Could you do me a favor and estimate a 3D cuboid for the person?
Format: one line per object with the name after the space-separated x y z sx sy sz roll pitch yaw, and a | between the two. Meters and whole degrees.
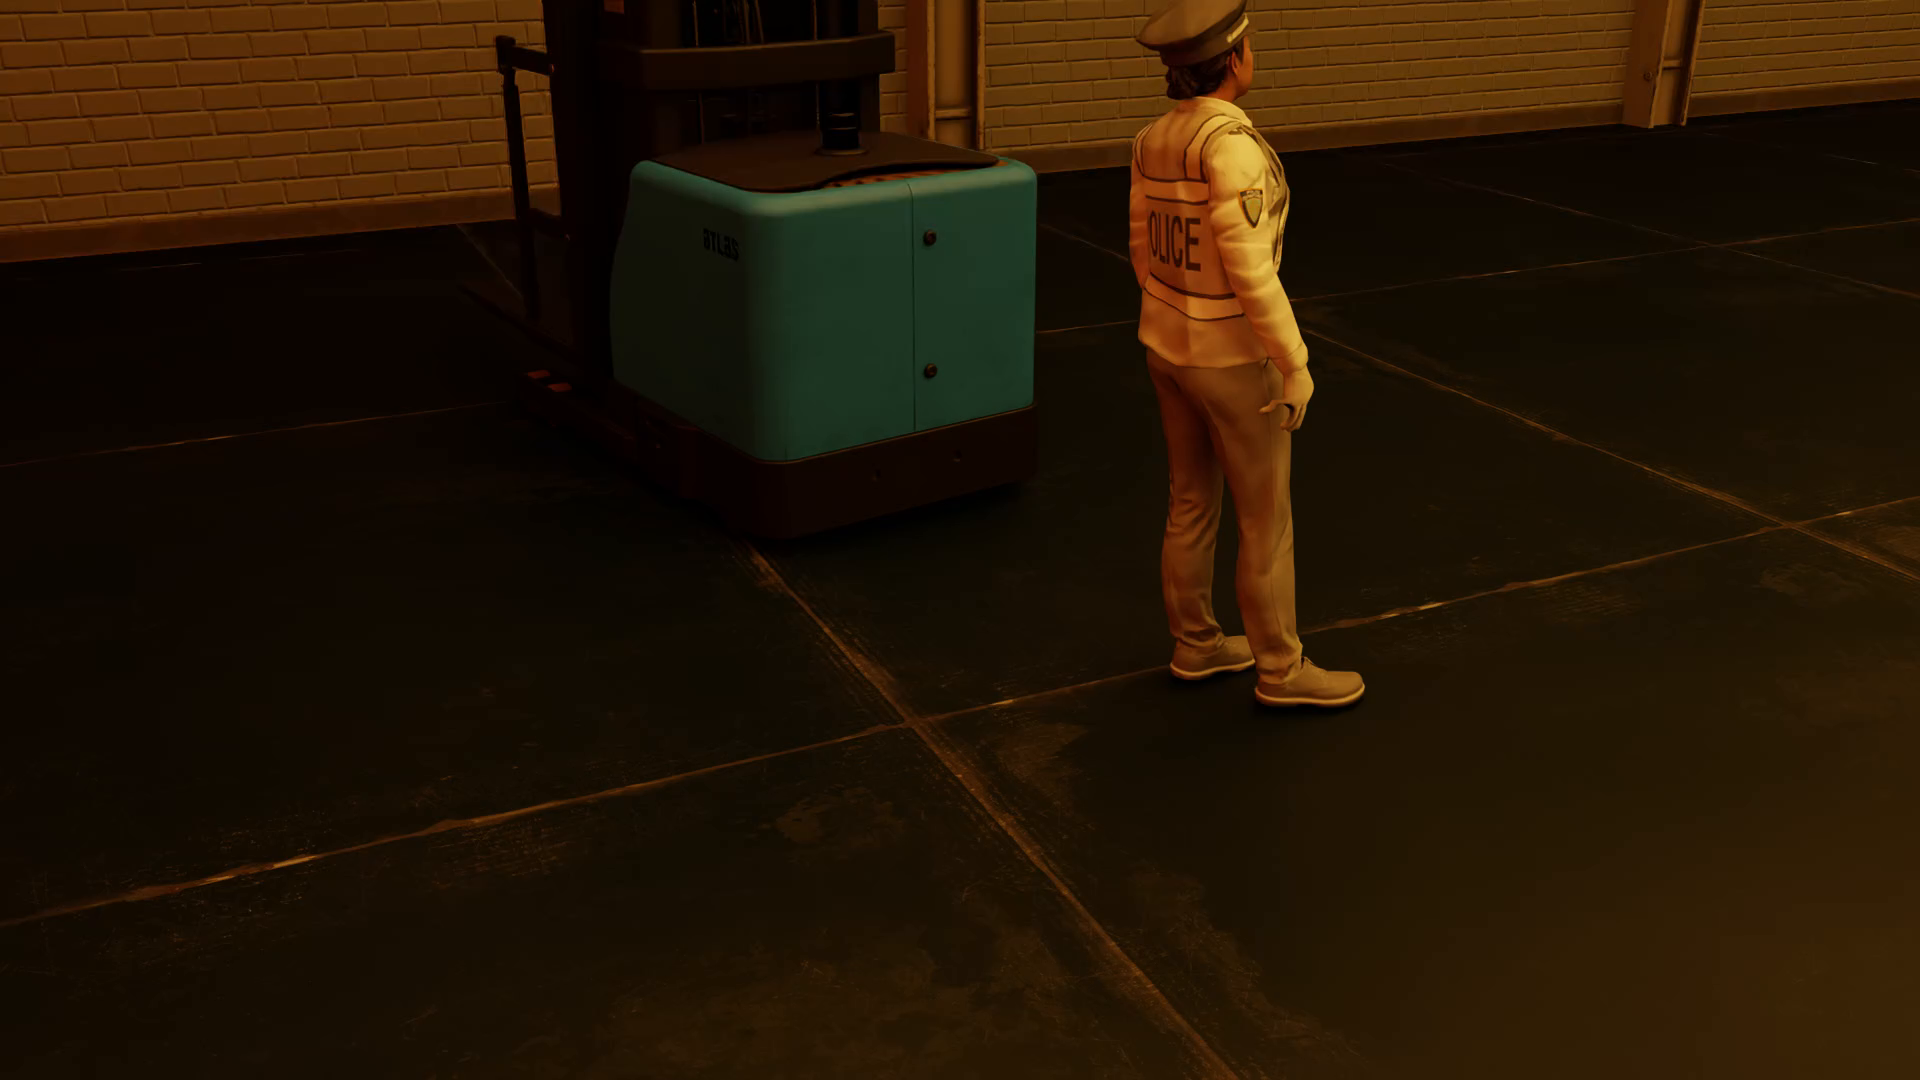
0.664 -0.442 3.945 0.531 1.696 0.590 -10 25 -23 | person

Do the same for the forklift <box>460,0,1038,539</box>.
-1.013 -1.862 5.767 1.130 2.935 3.031 -15 27 -33 | forklift
